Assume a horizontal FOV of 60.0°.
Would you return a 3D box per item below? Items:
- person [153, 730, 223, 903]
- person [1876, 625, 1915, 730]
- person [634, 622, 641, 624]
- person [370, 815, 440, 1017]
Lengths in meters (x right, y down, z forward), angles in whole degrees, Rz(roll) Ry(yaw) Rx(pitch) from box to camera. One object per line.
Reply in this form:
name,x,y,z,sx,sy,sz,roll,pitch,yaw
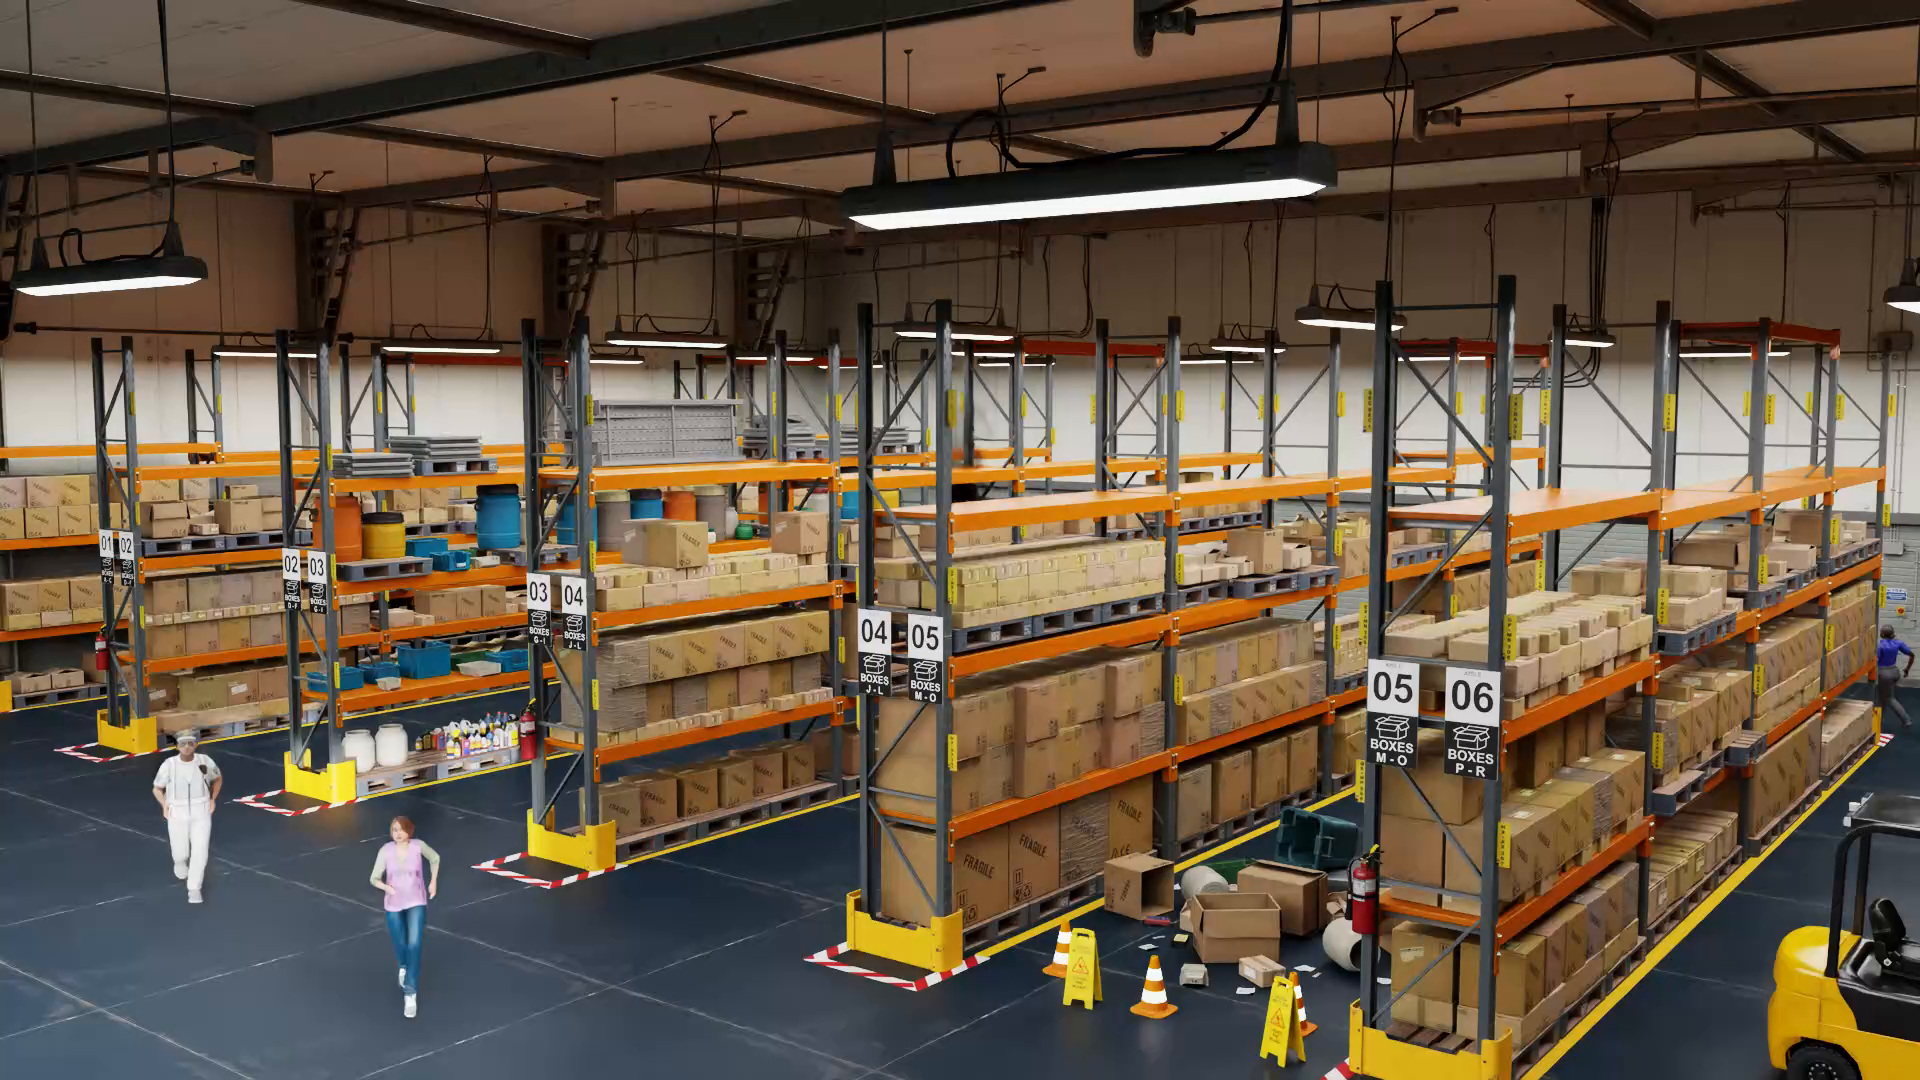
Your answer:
person,-7.949,2.810,17.161,0.663,1.757,0.752,-3,6,-29
person,14.244,2.112,25.599,0.596,1.649,0.864,-1,5,-16
person,-5.688,1.783,28.936,0.660,1.750,0.969,3,6,31
person,-4.723,3.139,14.168,0.545,1.625,0.780,-1,5,-11
